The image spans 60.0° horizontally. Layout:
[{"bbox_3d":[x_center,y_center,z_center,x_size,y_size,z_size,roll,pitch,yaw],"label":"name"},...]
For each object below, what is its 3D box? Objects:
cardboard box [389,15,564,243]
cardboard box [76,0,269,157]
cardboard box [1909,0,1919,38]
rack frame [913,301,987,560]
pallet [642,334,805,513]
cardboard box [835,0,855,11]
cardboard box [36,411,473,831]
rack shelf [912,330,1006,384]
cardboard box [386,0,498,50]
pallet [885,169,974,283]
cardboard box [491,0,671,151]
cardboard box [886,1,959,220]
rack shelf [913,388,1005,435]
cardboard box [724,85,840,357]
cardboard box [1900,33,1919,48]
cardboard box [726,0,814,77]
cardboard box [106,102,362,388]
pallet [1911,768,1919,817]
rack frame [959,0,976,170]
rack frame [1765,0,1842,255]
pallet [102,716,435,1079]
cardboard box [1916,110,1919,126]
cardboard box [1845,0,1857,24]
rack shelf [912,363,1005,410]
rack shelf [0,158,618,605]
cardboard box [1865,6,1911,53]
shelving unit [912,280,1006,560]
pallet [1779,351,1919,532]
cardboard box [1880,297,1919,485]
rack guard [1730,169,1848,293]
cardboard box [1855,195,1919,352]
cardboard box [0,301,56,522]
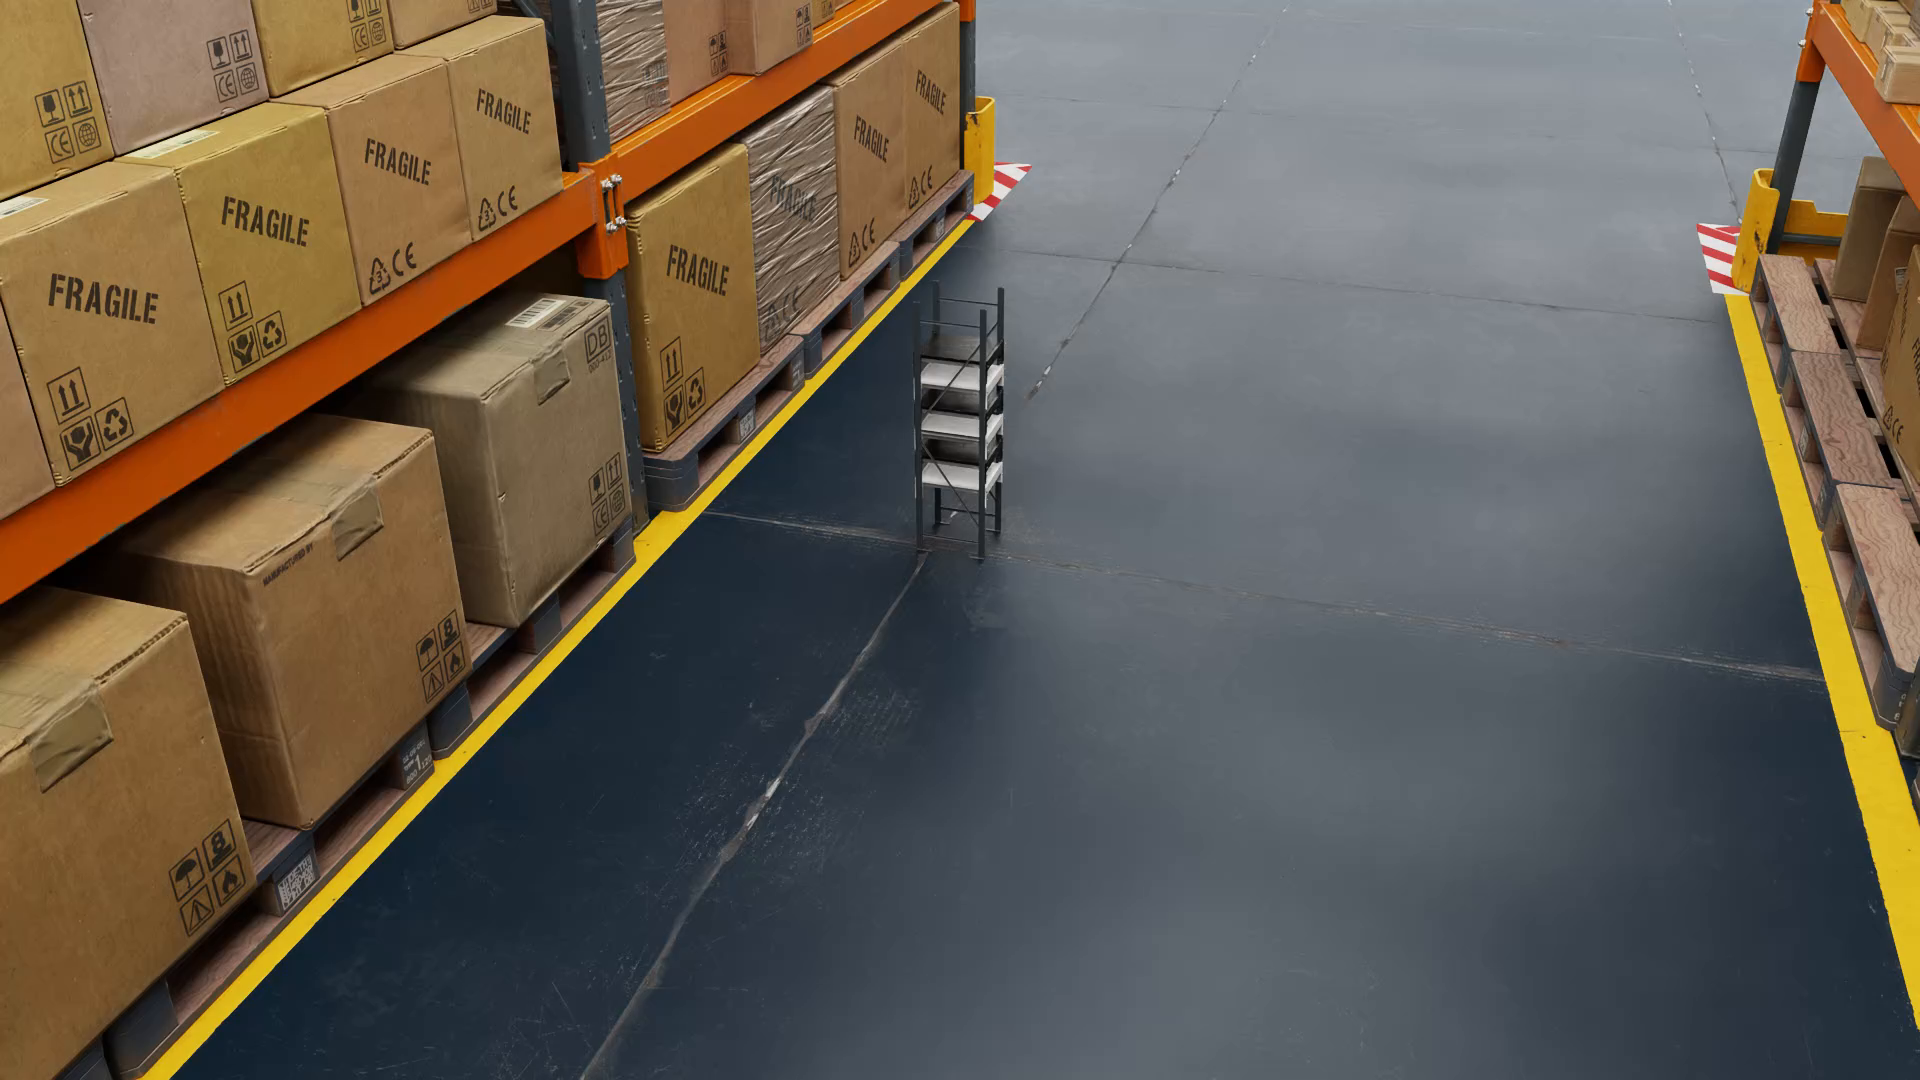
[{"bbox_3d":[-1.484,-1.174,4.672,0.500,0.500,0.500,8,30,15],"label":"cardboard box"},{"bbox_3d":[-2.024,-1.186,3.665,0.700,0.500,0.500,9,30,15],"label":"cardboard box"},{"bbox_3d":[3.892,-1.962,5.782,0.875,0.500,0.500,8,30,15],"label":"cardboard box"},{"bbox_3d":[-0.032,-0.342,5.440,0.240,0.900,0.006,8,30,15],"label":"rack frame"},{"bbox_3d":[-1.288,-0.535,6.494,1.003,0.211,1.213,8,30,15],"label":"pallet"},{"bbox_3d":[-0.903,-2.656,7.284,0.875,0.550,0.550,8,30,15],"label":"cardboard box"},{"bbox_3d":[-1.969,0.137,4.300,1.050,0.750,0.750,8,30,15],"label":"cardboard box"},{"bbox_3d":[-0.002,-0.596,5.409,0.258,0.077,0.200,8,30,15],"label":"rack shelf"},{"bbox_3d":[-1.726,-1.660,4.518,0.700,0.500,0.500,8,30,14],"label":"cardboard box"},{"bbox_3d":[-0.572,-1.669,8.533,1.003,0.211,1.213,8,30,15],"label":"pallet"},{"bbox_3d":[-1.489,-1.650,5.476,0.875,0.550,0.550,8,30,15],"label":"cardboard box"},{"bbox_3d":[-0.548,-2.201,8.374,0.875,0.875,0.875,9,30,15],"label":"cardboard box"},{"bbox_3d":[-0.002,-0.439,5.497,0.258,0.077,0.200,8,30,15],"label":"rack shelf"},{"bbox_3d":[-1.074,-1.368,6.877,0.875,0.875,0.875,9,30,15],"label":"cardboard box"},{"bbox_3d":[3.628,-1.725,6.024,0.380,0.149,0.250,8,30,15],"label":"cardboard box"},{"bbox_3d":[-1.078,-2.143,6.362,0.875,0.550,0.550,8,30,15],"label":"cardboard box"},{"bbox_3d":[-1.780,-0.705,3.828,0.500,0.500,0.500,9,30,15],"label":"cardboard box"},{"bbox_3d":[2.899,0.924,3.872,1.003,0.211,1.213,8,30,15],"label":"pallet"},{"bbox_3d":[-0.412,-3.270,8.543,1.000,3.000,0.127,8,30,15],"label":"rack frame"},{"bbox_3d":[4.300,-2.515,7.186,1.000,3.000,0.127,8,30,15],"label":"rack frame"},{"bbox_3d":[-2.097,0.746,4.193,1.003,0.211,1.213,8,30,15],"label":"pallet"},{"bbox_3d":[3.362,-1.384,5.410,0.380,0.149,0.250,8,30,15],"label":"cardboard box"},{"bbox_3d":[3.897,-2.194,6.866,0.380,0.149,0.250,8,30,15],"label":"cardboard box"},{"bbox_3d":[-0.002,-0.518,5.453,0.258,0.077,0.200,8,30,15],"label":"rack shelf"},{"bbox_3d":[-2.173,-0.167,3.705,1.077,0.370,4.000,8,30,15],"label":"rack shelf"},{"bbox_3d":[3.755,-1.961,6.447,0.380,0.149,0.250,8,30,15],"label":"cardboard box"},{"bbox_3d":[-0.002,-0.389,5.524,0.258,0.900,0.210,8,30,15],"label":"shelving unit"},{"bbox_3d":[3.645,-0.324,6.115,1.003,0.211,1.213,8,30,15],"label":"pallet"},{"bbox_3d":[3.549,-0.495,5.693,0.500,0.500,0.500,6,30,10],"label":"cardboard box"},{"bbox_3d":[4.278,-1.388,7.730,1.175,0.500,0.348,8,30,15],"label":"rack guard"},{"bbox_3d":[3.958,-1.036,6.666,0.500,0.500,0.500,17,33,28],"label":"cardboard box"},{"bbox_3d":[-2.075,-0.237,2.988,0.500,0.500,0.500,8,30,15],"label":"cardboard box"}]
